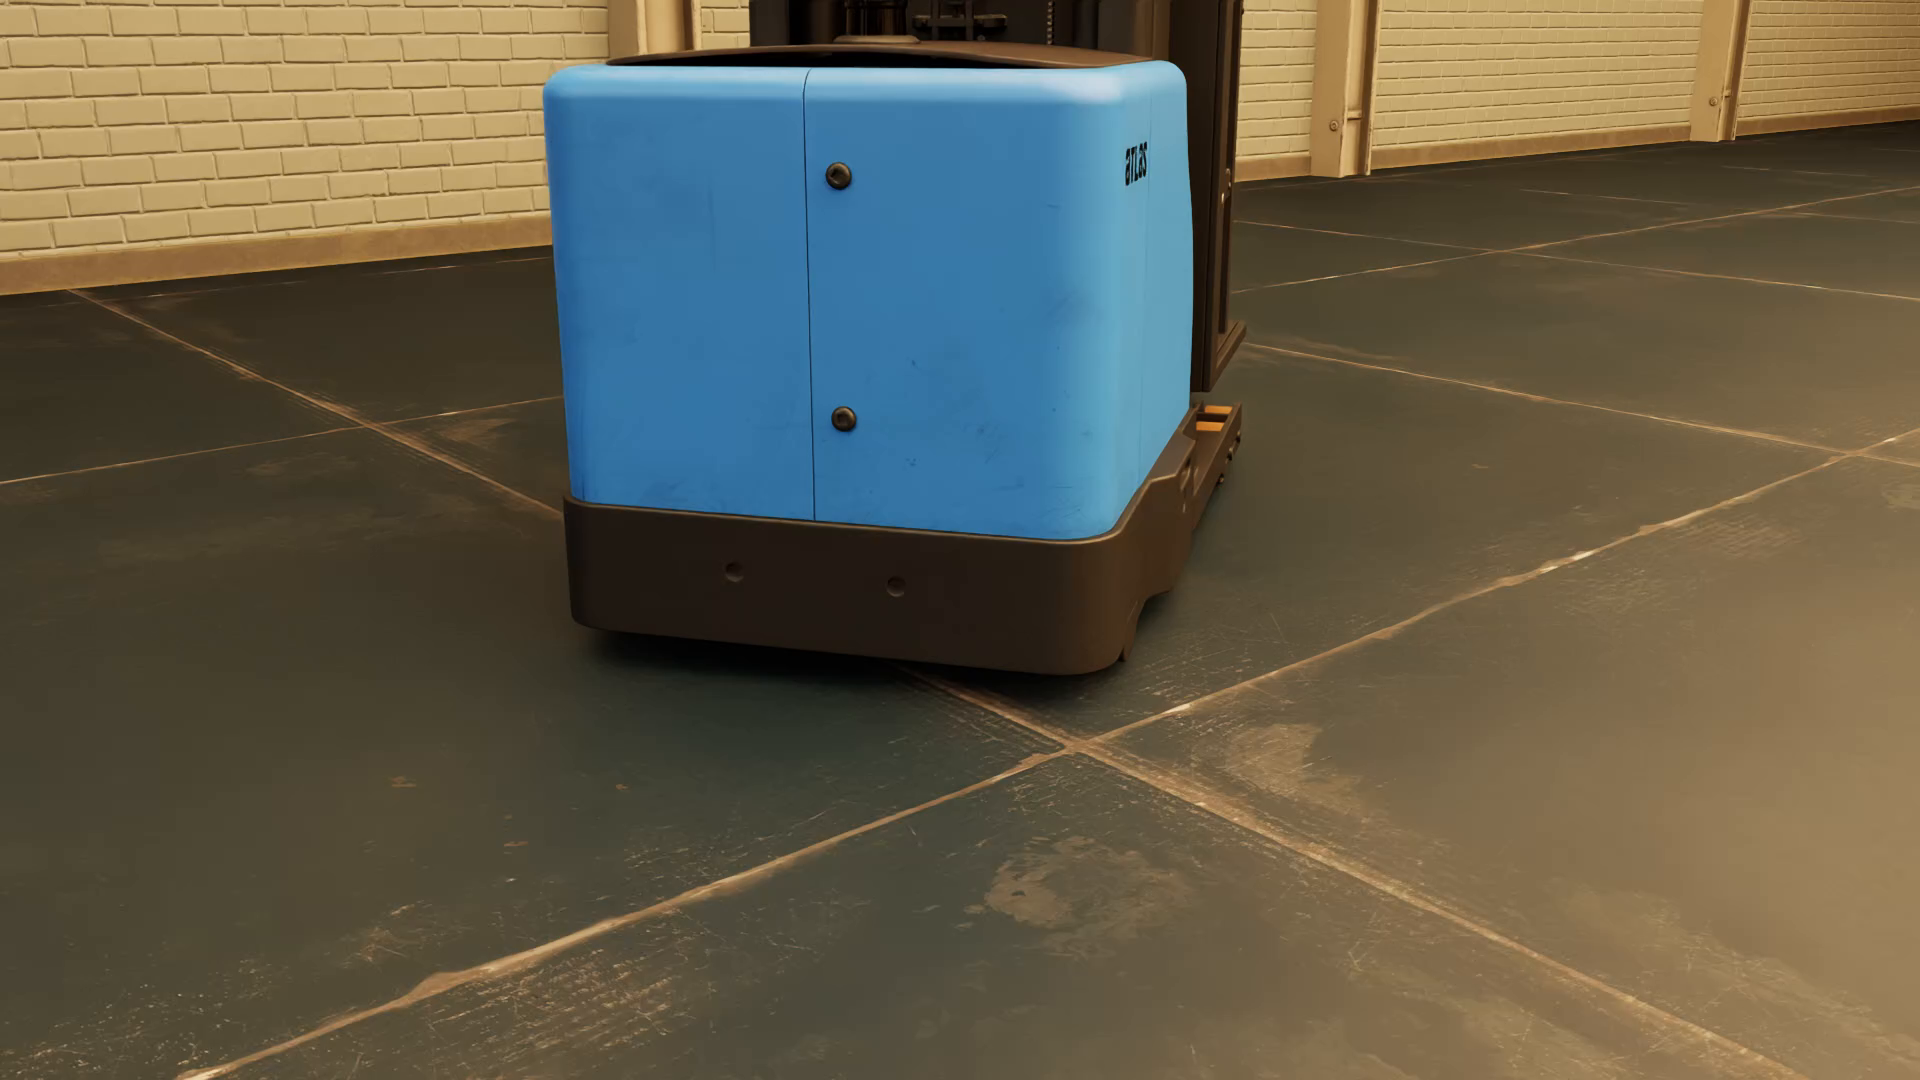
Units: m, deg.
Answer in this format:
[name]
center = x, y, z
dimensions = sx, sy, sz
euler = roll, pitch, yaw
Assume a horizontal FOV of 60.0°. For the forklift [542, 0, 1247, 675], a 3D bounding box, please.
[forklift]
center = 0.141, -1.566, 3.947
dimensions = 1.130, 2.935, 3.031
euler = 5, 18, 15
